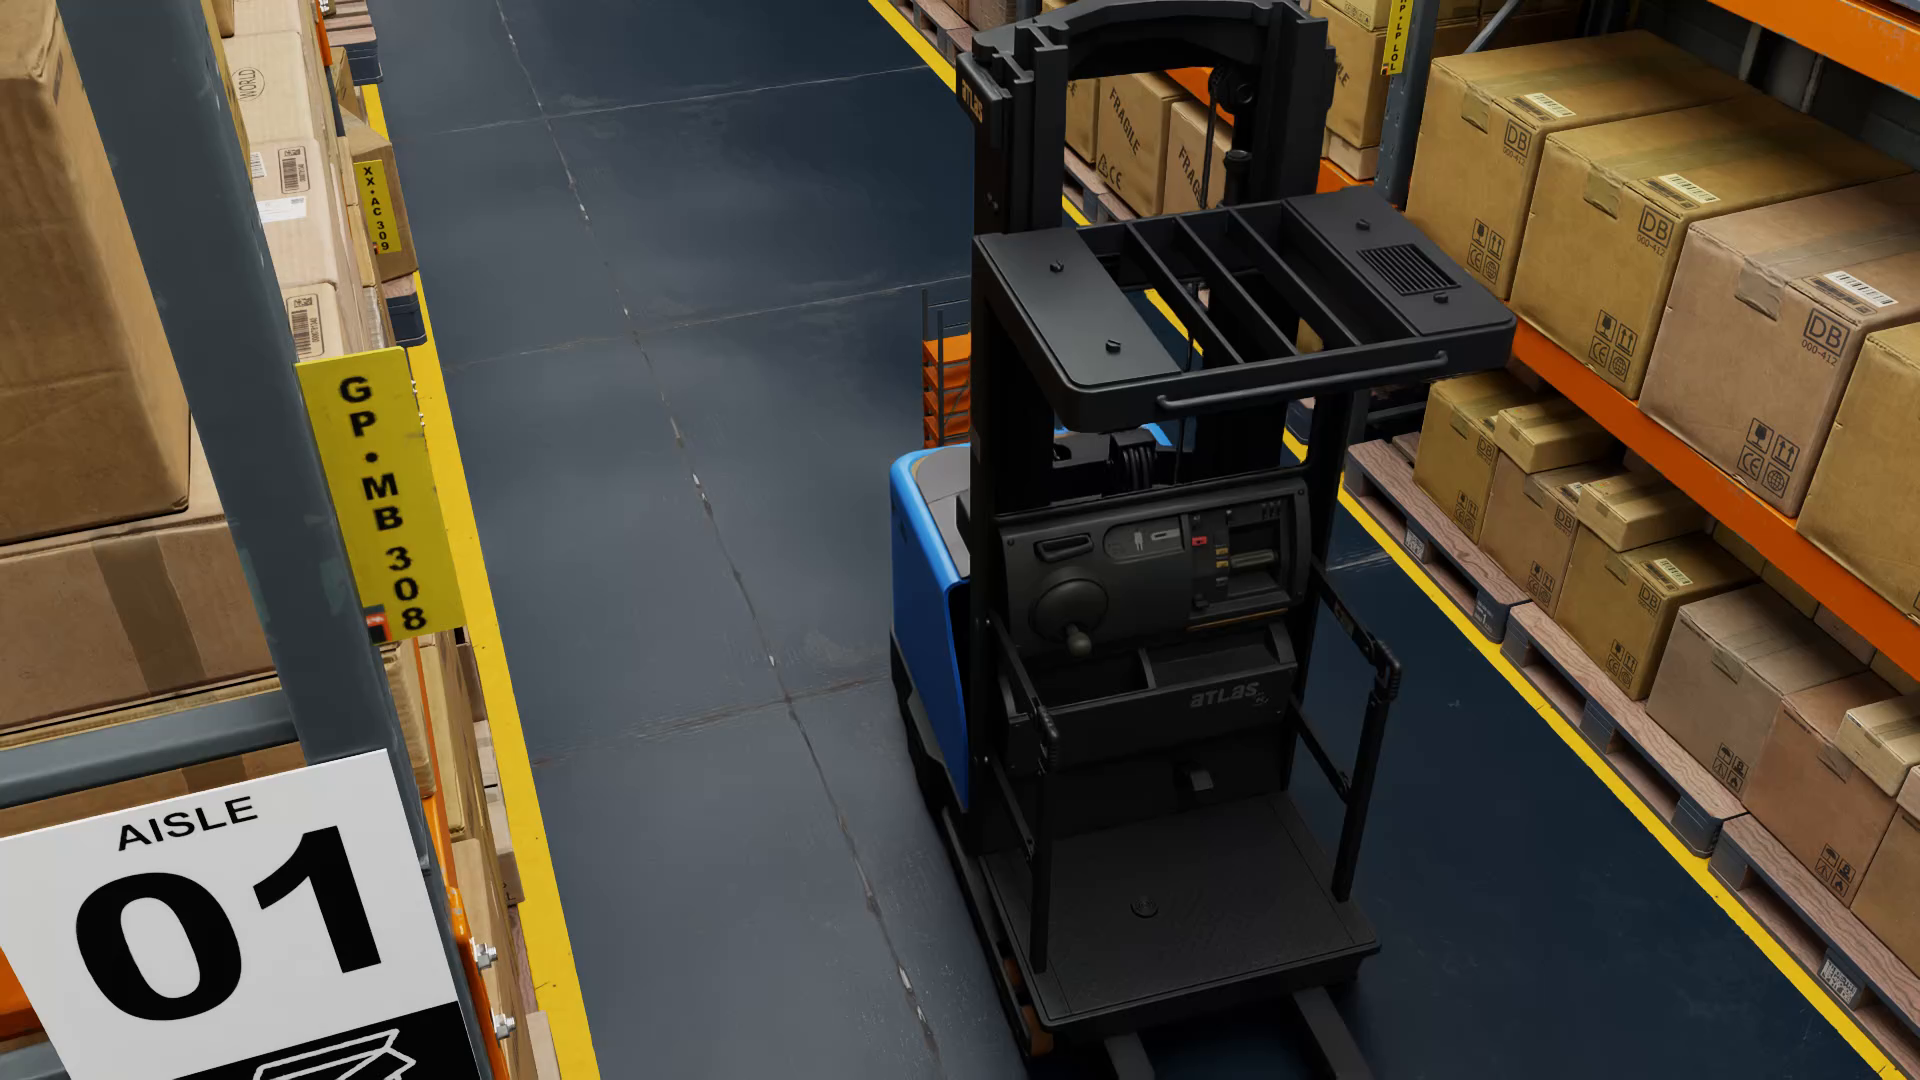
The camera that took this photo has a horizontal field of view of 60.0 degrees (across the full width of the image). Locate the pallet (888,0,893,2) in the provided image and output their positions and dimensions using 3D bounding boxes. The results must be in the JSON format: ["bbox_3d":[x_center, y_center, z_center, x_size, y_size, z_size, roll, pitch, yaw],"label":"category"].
[{"bbox_3d":[-0.268,-4.628,13.218,1.003,0.211,1.213,-12,39,-16],"label":"pallet"}]

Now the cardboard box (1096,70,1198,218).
[{"bbox_3d":[1.264,-2.292,9.237,0.750,0.750,0.750,-13,39,-16],"label":"cardboard box"}]

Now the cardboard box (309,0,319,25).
[{"bbox_3d":[-2.017,-1.553,4.450,0.500,0.250,0.500,-12,39,-16],"label":"cardboard box"}]

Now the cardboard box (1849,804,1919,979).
[{"bbox_3d":[3.257,1.054,5.086,0.700,0.500,0.500,-12,39,-16],"label":"cardboard box"}]

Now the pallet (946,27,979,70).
[{"bbox_3d":[0.571,-3.249,11.388,1.003,0.211,1.213,-12,39,-16],"label":"pallet"}]

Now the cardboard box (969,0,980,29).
[{"bbox_3d":[0.474,-3.810,11.526,0.700,0.500,0.500,-13,39,-16],"label":"cardboard box"}]

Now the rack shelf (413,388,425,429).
[{"bbox_3d":[-1.746,0.783,4.315,1.077,0.370,4.000,-12,39,-16],"label":"rack shelf"}]

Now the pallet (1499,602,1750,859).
[{"bbox_3d":[2.827,0.588,6.294,1.003,0.211,1.213,-12,39,-16],"label":"pallet"}]

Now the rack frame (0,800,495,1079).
[{"bbox_3d":[-1.058,1.626,2.599,1.000,3.000,0.127,-12,39,-16],"label":"rack frame"}]

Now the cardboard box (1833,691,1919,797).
[{"bbox_3d":[2.953,0.616,5.129,0.380,0.149,0.250,-11,38,-15],"label":"cardboard box"}]

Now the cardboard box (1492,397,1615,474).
[{"bbox_3d":[2.323,-0.415,6.497,0.380,0.149,0.250,-11,38,-14],"label":"cardboard box"}]

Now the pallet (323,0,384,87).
[{"bbox_3d":[-3.512,-2.449,8.167,1.213,0.211,1.003,-12,39,-16],"label":"pallet"}]

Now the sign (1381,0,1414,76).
[{"bbox_3d":[1.709,-1.975,6.482,0.100,0.325,0.005,-12,39,-16],"label":"sign"}]

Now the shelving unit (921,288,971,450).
[{"bbox_3d":[-0.005,-0.487,6.900,0.258,1.200,0.189,-12,39,-16],"label":"shelving unit"}]

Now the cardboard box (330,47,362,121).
[{"bbox_3d":[-2.684,-1.531,6.357,0.700,0.500,0.500,-7,37,-9],"label":"cardboard box"}]

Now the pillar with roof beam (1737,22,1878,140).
[{"bbox_3d":[-0.774,-2.950,3.687,9.100,9.000,0.400,-12,39,-16],"label":"pillar with roof beam"}]

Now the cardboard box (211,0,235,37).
[{"bbox_3d":[-1.700,-1.161,2.890,0.700,0.500,0.500,-12,39,-16],"label":"cardboard box"}]

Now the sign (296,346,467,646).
[{"bbox_3d":[-0.549,-0.034,1.582,0.100,0.325,0.005,-12,39,-16],"label":"sign"}]

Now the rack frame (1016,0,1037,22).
[{"bbox_3d":[0.839,-3.921,9.963,1.000,3.000,0.127,-12,39,-16],"label":"rack frame"}]

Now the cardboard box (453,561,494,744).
[{"bbox_3d":[-1.972,0.452,5.869,0.500,0.500,0.500,-12,39,-16],"label":"cardboard box"}]

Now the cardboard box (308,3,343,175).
[{"bbox_3d":[-1.675,-0.987,3.699,0.500,0.250,0.500,-12,39,-16],"label":"cardboard box"}]

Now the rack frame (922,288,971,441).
[{"bbox_3d":[-0.036,-0.539,6.968,0.240,1.200,0.006,-12,39,-16],"label":"rack frame"}]

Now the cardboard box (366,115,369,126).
[{"bbox_3d":[-3.715,-2.320,9.773,0.500,0.250,0.500,-13,39,-16],"label":"cardboard box"}]

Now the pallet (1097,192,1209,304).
[{"bbox_3d":[1.456,-1.658,9.276,1.003,0.211,1.213,-12,39,-16],"label":"pallet"}]

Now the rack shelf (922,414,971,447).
[{"bbox_3d":[-0.005,-0.452,6.927,0.258,0.103,0.180,-12,39,-16],"label":"rack shelf"}]

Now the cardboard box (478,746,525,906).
[{"bbox_3d":[-1.714,0.951,5.363,0.500,0.311,0.500,-12,39,-16],"label":"cardboard box"}]

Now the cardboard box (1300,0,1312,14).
[{"bbox_3d":[1.635,-2.323,7.494,0.500,0.500,0.500,-12,39,-16],"label":"cardboard box"}]

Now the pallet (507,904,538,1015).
[{"bbox_3d":[-1.775,1.558,5.006,1.003,0.211,1.213,-12,39,-16],"label":"pallet"}]

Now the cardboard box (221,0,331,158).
[{"bbox_3d":[-1.502,-0.905,3.174,0.500,0.250,0.500,-12,39,-16],"label":"cardboard box"}]

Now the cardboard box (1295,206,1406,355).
[{"bbox_3d":[1.870,-1.311,7.935,0.750,0.750,0.750,-12,39,-15],"label":"cardboard box"}]

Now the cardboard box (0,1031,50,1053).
[{"bbox_3d":[-1.469,0.992,2.526,0.500,0.500,0.500,-13,39,-16],"label":"cardboard box"}]

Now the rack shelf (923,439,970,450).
[{"bbox_3d":[-0.005,-0.356,6.999,0.258,0.103,0.180,-12,39,-16],"label":"rack shelf"}]

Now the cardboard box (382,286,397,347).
[{"bbox_3d":[-2.021,-0.445,5.264,0.500,0.500,0.500,-12,39,-15],"label":"cardboard box"}]

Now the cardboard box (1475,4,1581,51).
[{"bbox_3d":[2.294,-2.140,7.252,0.500,0.500,0.500,-14,39,-17],"label":"cardboard box"}]

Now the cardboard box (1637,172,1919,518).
[{"bbox_3d":[2.892,-0.649,5.369,0.980,0.700,0.700,-14,39,-18],"label":"cardboard box"}]

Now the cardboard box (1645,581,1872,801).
[{"bbox_3d":[2.911,0.487,5.839,0.700,0.500,0.500,-14,39,-17],"label":"cardboard box"}]

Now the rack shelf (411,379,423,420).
[{"bbox_3d":[-3.123,-1.476,7.315,1.077,0.370,4.000,-12,39,-16],"label":"rack shelf"}]

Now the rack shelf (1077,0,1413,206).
[{"bbox_3d":[1.527,-2.504,8.679,1.077,0.370,4.000,-12,39,-16],"label":"rack shelf"}]

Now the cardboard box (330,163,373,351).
[{"bbox_3d":[-1.330,-0.423,2.949,0.500,0.250,0.500,-12,39,-16],"label":"cardboard box"}]

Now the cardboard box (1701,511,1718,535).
[{"bbox_3d":[2.874,-0.181,6.186,0.380,0.149,0.250,-12,39,-15],"label":"cardboard box"}]

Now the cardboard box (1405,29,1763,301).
[{"bbox_3d":[2.387,-1.472,6.461,0.980,0.700,0.700,-12,39,-15],"label":"cardboard box"}]

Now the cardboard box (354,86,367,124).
[{"bbox_3d":[-3.715,-2.544,9.604,0.500,0.311,0.500,-11,38,-14],"label":"cardboard box"}]

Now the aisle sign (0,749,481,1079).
[{"bbox_3d":[-0.759,0.565,1.846,0.394,0.787,0.004,-12,39,-16],"label":"aisle sign"}]

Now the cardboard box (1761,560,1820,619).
[{"bbox_3d":[3.050,0.108,5.803,0.380,0.149,0.250,-12,39,-15],"label":"cardboard box"}]

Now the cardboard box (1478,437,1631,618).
[{"bbox_3d":[2.546,-0.103,6.622,0.700,0.500,0.500,-13,39,-16],"label":"cardboard box"}]

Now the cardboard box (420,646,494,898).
[{"bbox_3d":[-1.150,0.587,3.063,0.500,0.500,0.500,-12,39,-15],"label":"cardboard box"}]

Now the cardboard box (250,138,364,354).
[{"bbox_3d":[-1.156,-0.340,2.425,0.500,0.250,0.500,-12,39,-16],"label":"cardboard box"}]

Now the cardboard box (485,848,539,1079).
[{"bbox_3d":[-1.146,0.990,3.359,0.500,0.500,0.500,-13,39,-16],"label":"cardboard box"}]

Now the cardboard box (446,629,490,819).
[{"bbox_3d":[-1.486,0.423,4.112,0.500,0.500,0.500,-12,39,-15],"label":"cardboard box"}]

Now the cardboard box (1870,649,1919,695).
[{"bbox_3d":[3.227,0.397,5.420,0.380,0.149,0.250,-12,39,-16],"label":"cardboard box"}]

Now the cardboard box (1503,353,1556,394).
[{"bbox_3d":[2.513,-0.769,6.968,0.380,0.149,0.250,-13,39,-16],"label":"cardboard box"}]

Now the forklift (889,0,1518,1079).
[{"bbox_3d":[0.633,0.154,4.609,1.130,2.935,3.031,-10,38,-13],"label":"forklift"}]

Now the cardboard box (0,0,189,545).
[{"bbox_3d":[-1.250,-0.299,1.746,0.700,0.500,0.500,-12,39,-16],"label":"cardboard box"}]

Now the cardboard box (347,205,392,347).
[{"bbox_3d":[-1.839,-0.552,4.576,0.500,0.500,0.500,-13,39,-17],"label":"cardboard box"}]

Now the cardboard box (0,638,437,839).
[{"bbox_3d":[-0.996,0.145,2.196,0.500,0.250,0.500,-12,39,-16],"label":"cardboard box"}]

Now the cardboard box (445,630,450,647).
[{"bbox_3d":[-1.493,0.017,3.820,0.500,0.500,0.500,-13,39,-16],"label":"cardboard box"}]

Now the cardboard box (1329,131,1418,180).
[{"bbox_3d":[1.833,-1.702,7.208,0.380,0.149,0.250,-12,39,-16],"label":"cardboard box"}]
